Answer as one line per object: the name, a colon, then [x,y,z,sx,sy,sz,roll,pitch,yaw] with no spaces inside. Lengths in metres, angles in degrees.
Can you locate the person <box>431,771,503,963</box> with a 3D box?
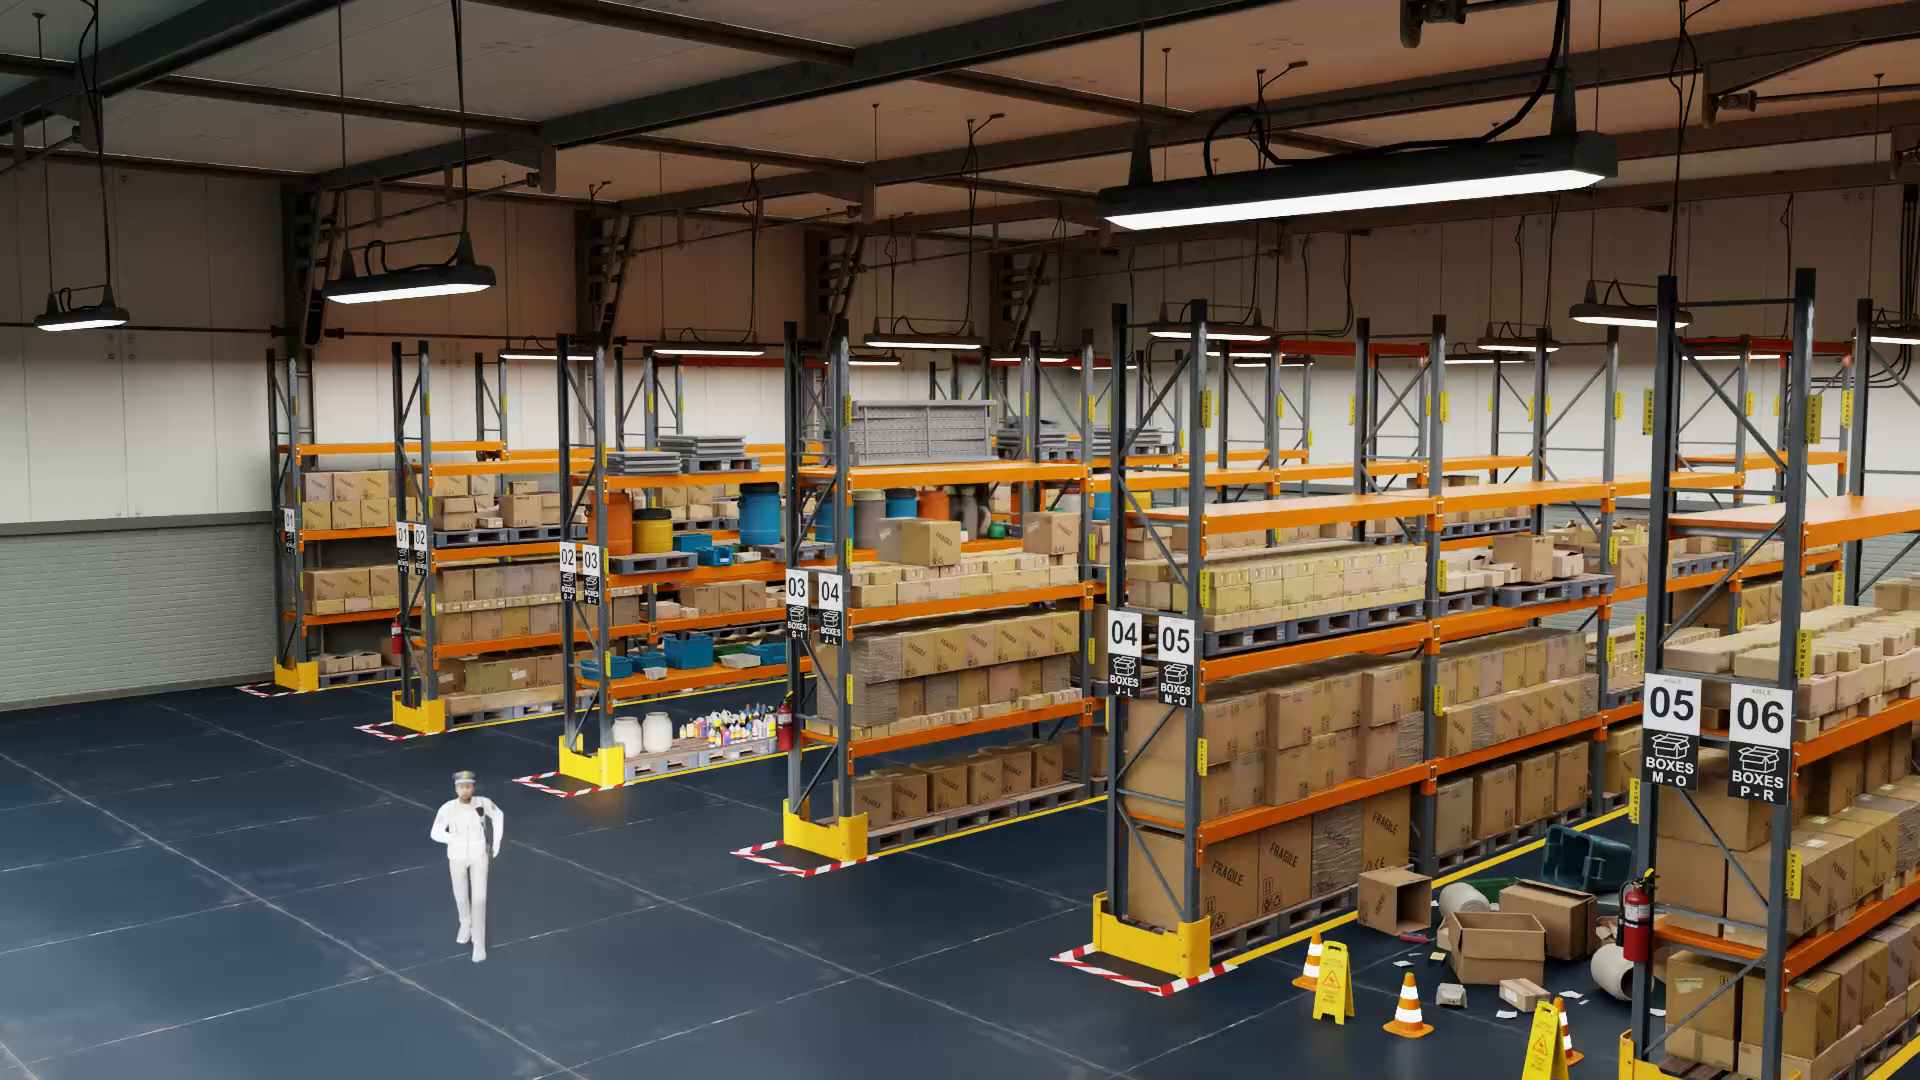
person: [-4.563,2.985,15.425,0.627,1.758,0.768,-1,5,-13]

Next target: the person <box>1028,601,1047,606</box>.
person: [1.415,1.638,31.571,0.599,1.595,0.608,-4,7,-42]
